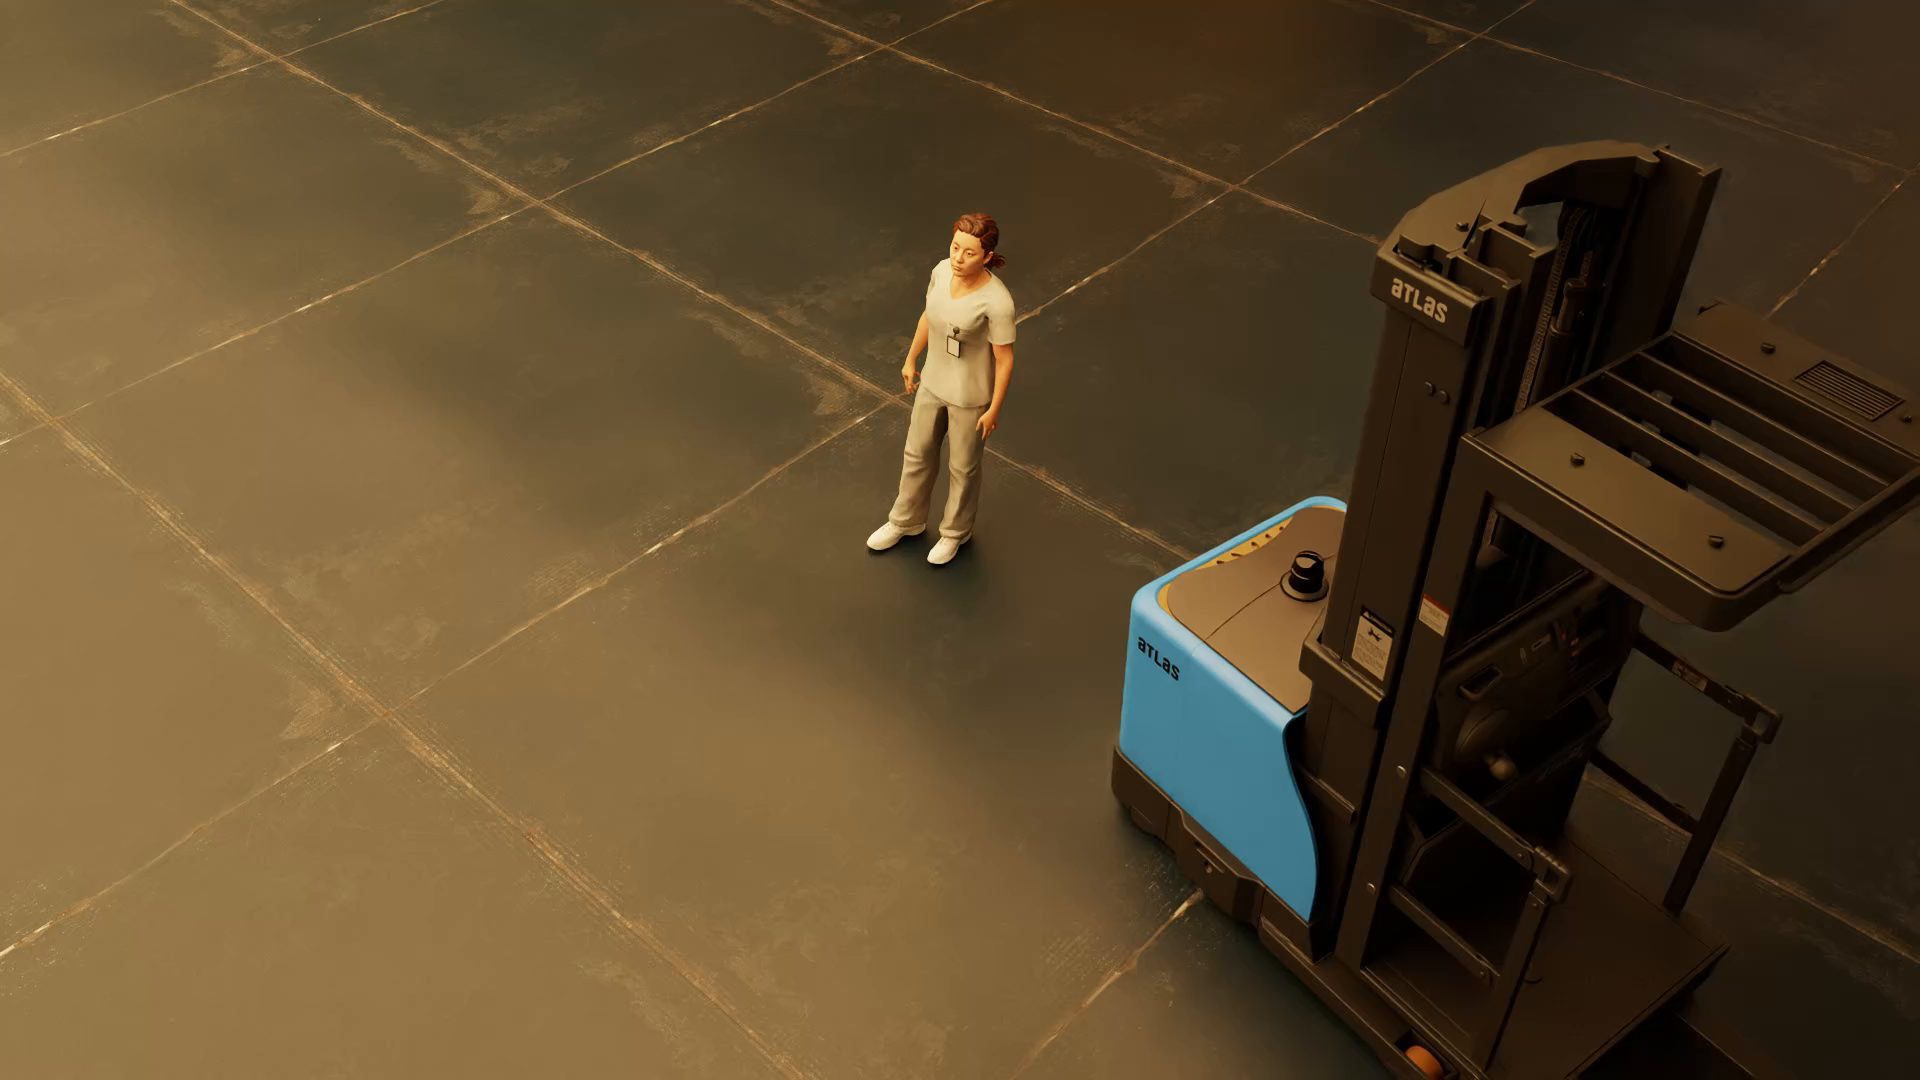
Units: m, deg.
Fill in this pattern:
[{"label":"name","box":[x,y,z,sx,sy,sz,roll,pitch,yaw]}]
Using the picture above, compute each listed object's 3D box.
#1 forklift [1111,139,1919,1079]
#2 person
[{"label":"forklift","box":[1.870,0.469,4.882,1.130,2.935,3.031,-26,47,-27]},{"label":"person","box":[-0.059,-0.612,7.095,0.550,1.675,0.549,31,49,31]}]
